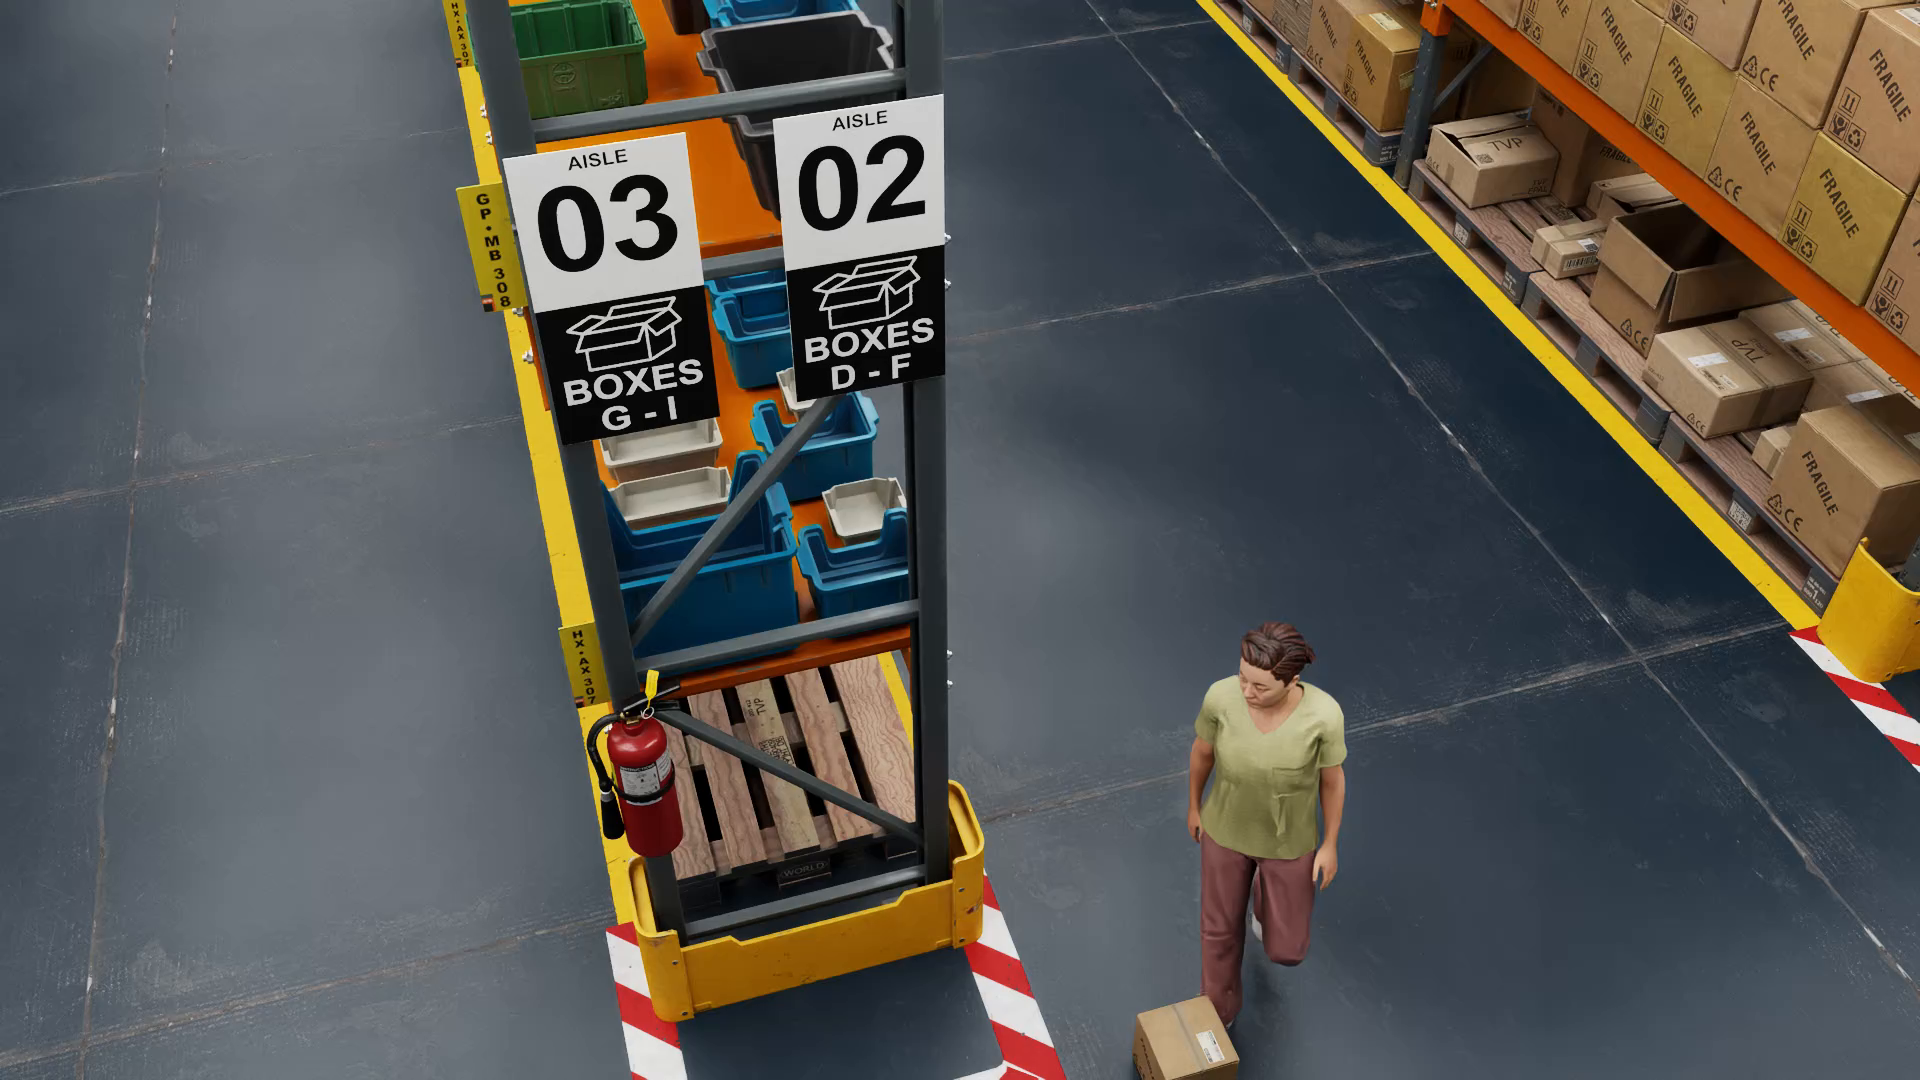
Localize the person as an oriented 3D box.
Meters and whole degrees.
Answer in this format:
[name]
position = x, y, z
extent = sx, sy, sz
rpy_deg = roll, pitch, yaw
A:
[person]
position = 0.908, 0.939, 5.122
extent = 0.508, 1.660, 0.666
rpy_deg = 13, 44, 14
